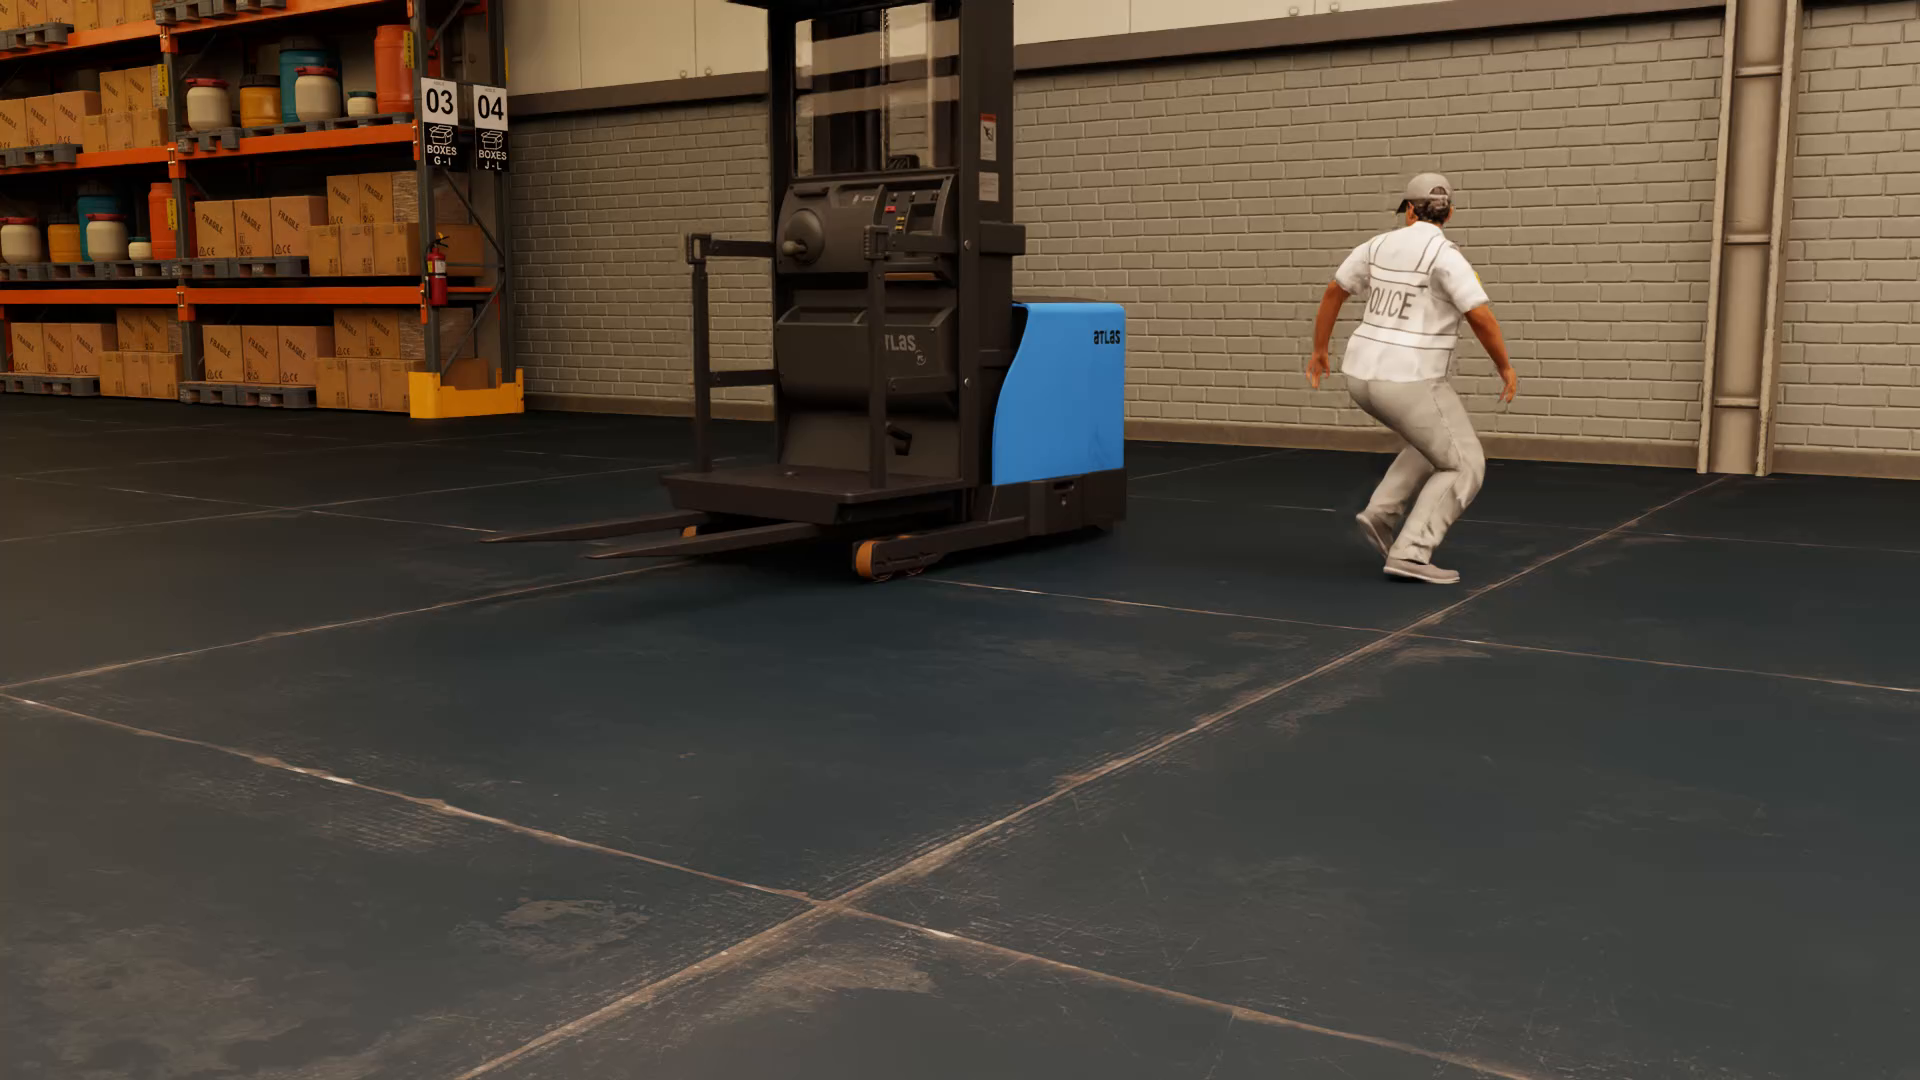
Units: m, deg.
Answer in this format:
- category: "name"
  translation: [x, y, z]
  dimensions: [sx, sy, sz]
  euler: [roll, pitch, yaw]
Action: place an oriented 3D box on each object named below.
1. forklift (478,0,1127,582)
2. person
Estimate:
- category: "forklift"
  translation: [-0.537, -1.366, 6.802]
  dimensions: [1.130, 2.935, 3.031]
  euler: [7, 10, 39]
- category: "person"
  translation: [1.789, -0.634, 6.521]
  dimensions: [0.618, 1.583, 0.706]
  euler: [-2, 8, -15]
